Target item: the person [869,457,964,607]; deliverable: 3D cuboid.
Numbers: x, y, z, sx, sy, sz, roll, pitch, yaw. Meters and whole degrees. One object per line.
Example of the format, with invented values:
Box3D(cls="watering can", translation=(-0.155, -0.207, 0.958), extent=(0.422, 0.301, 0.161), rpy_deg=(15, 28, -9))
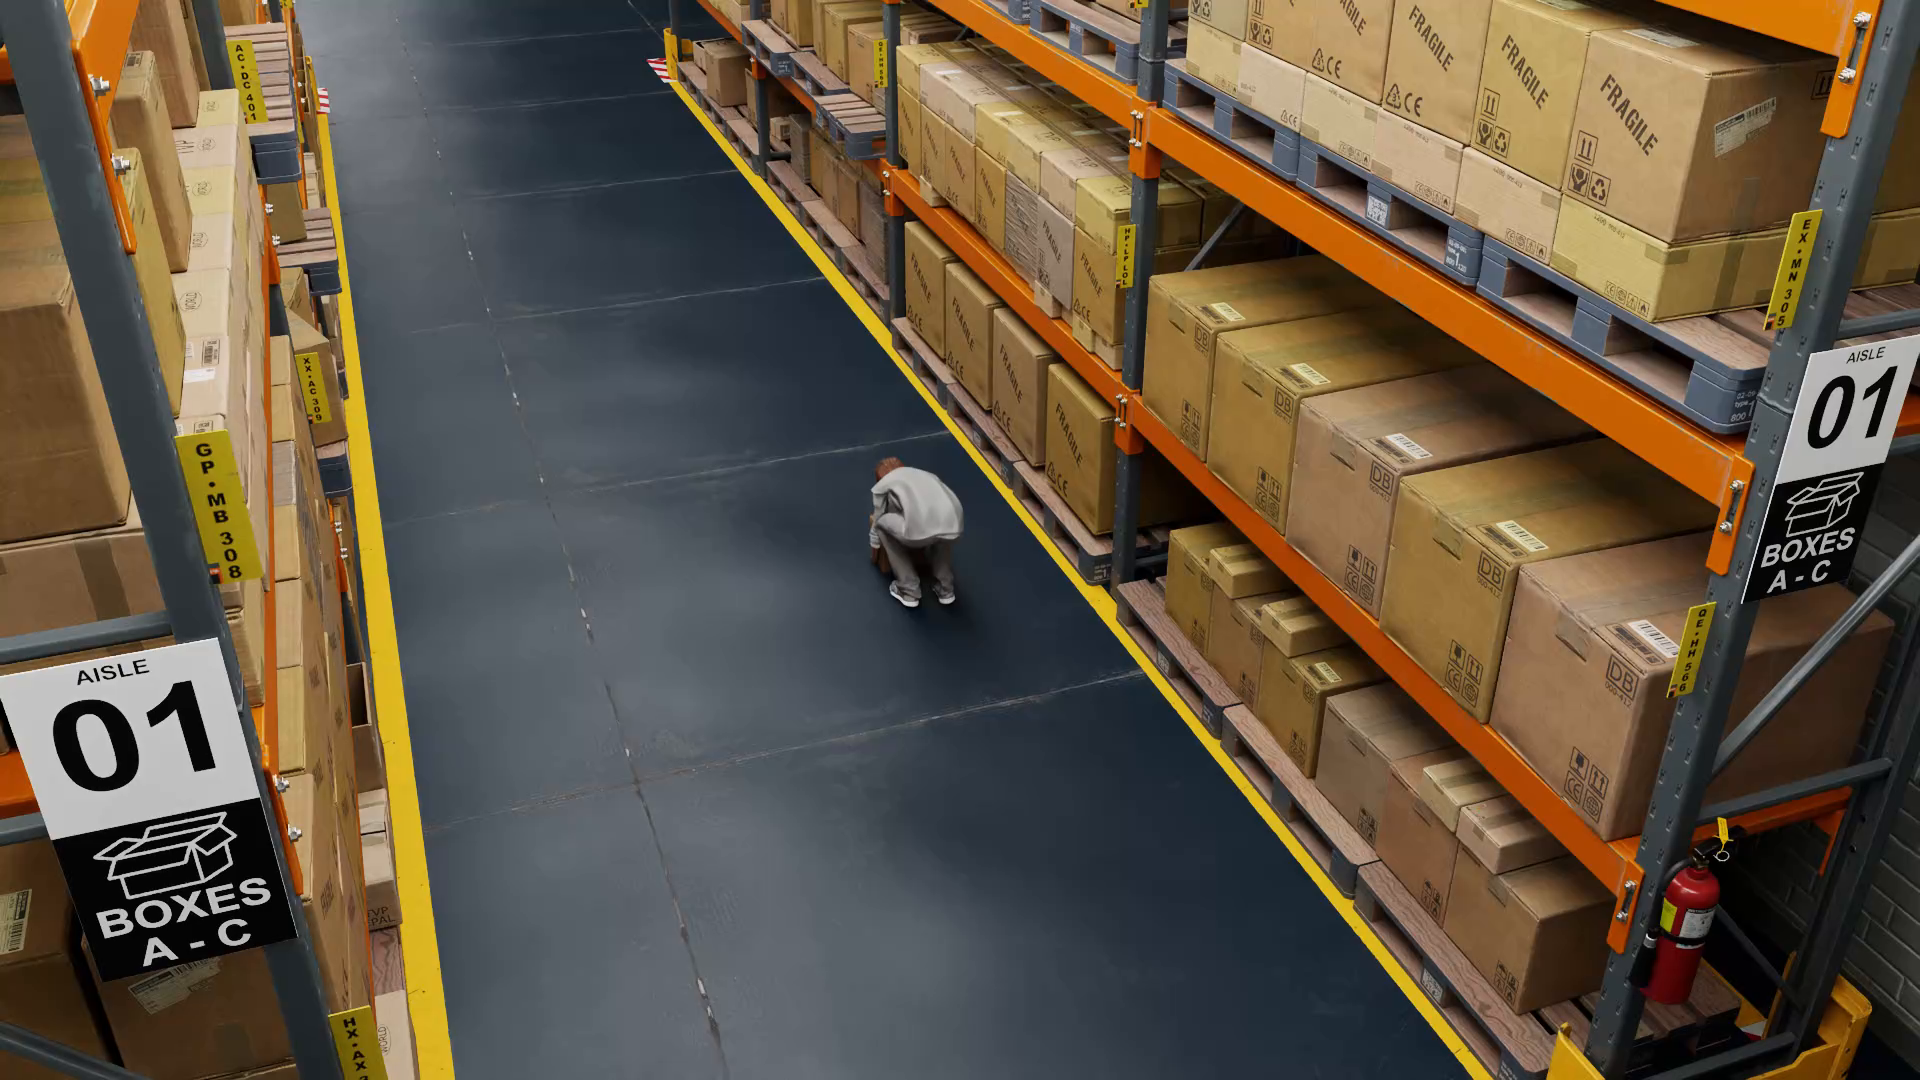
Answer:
Box3D(cls="person", translation=(-0.256, -0.051, 9.295), extent=(0.421, 0.768, 0.872), rpy_deg=(-11, 32, -18))
